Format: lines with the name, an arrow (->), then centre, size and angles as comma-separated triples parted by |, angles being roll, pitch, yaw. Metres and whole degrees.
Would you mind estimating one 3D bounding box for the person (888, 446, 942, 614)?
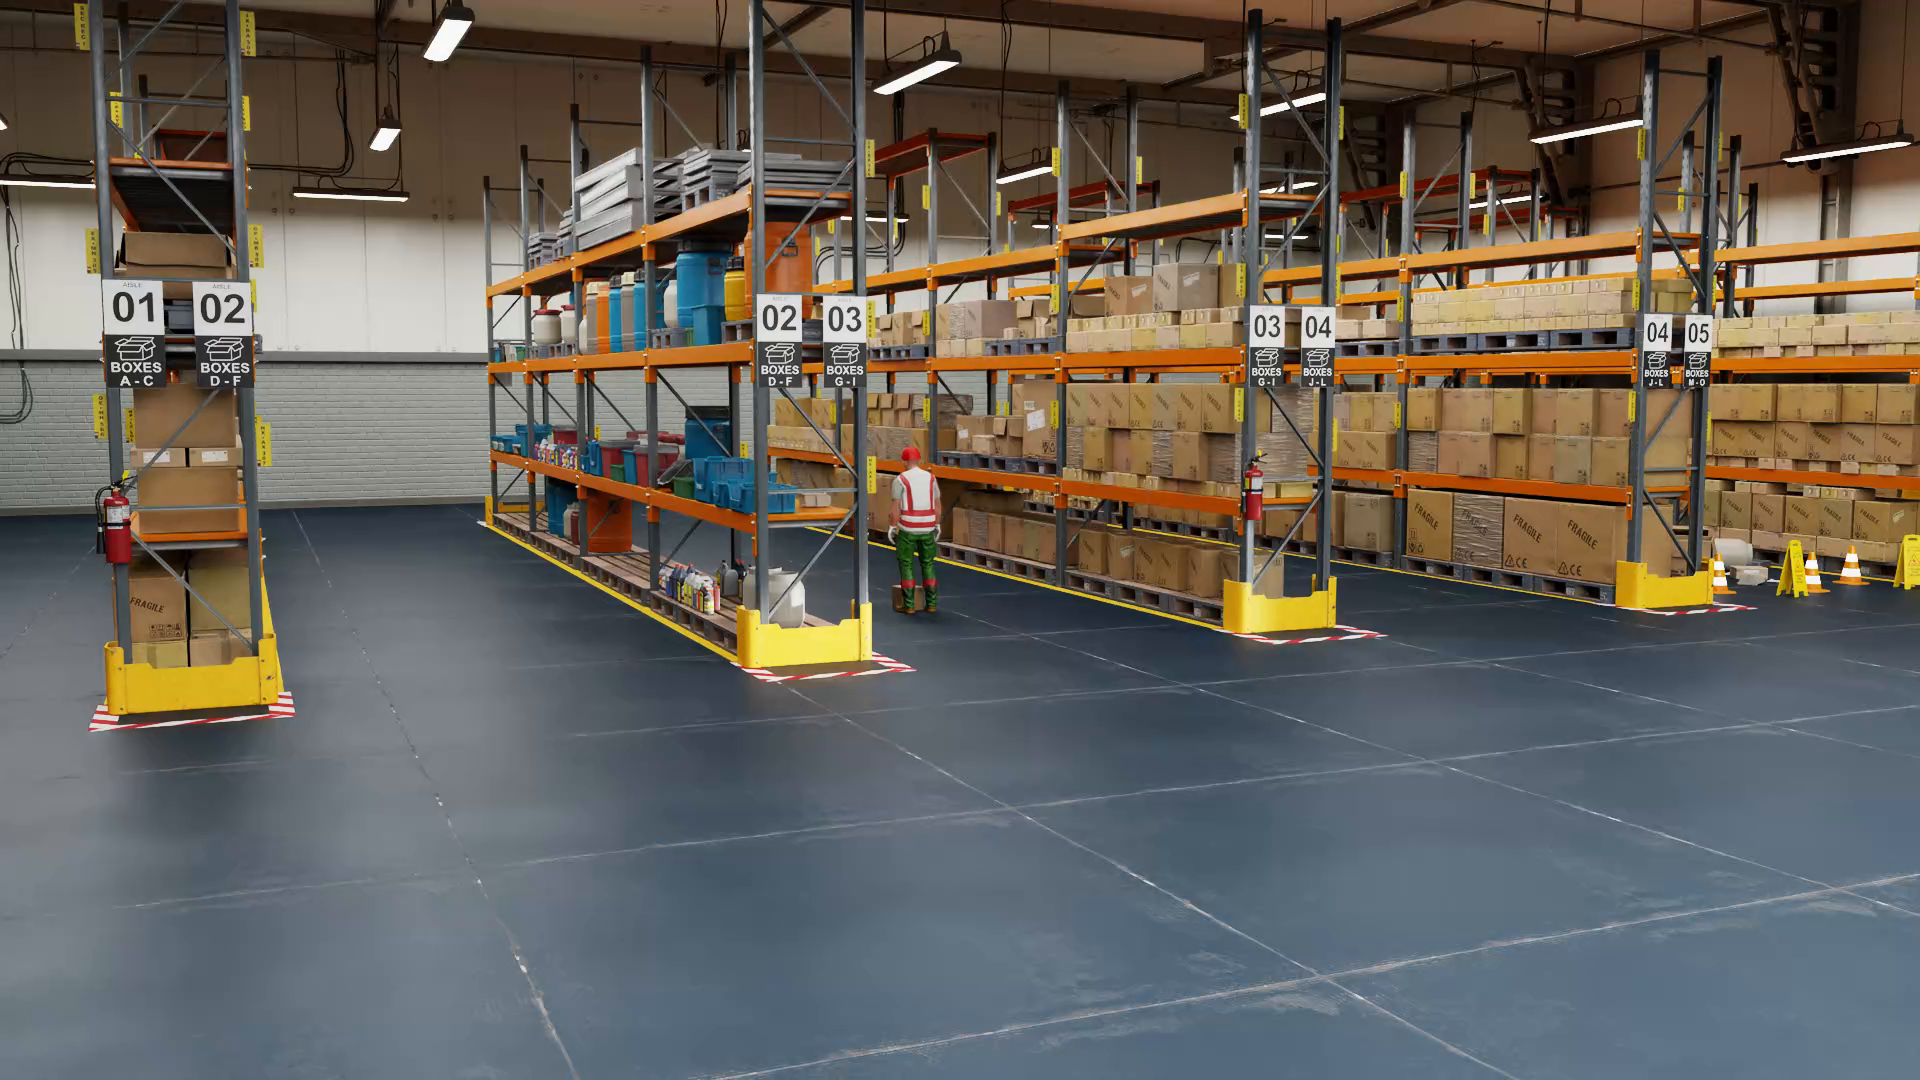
person -> -0.480, -0.112, 17.819 | 0.607, 1.780, 0.449 | -2, 6, -24
